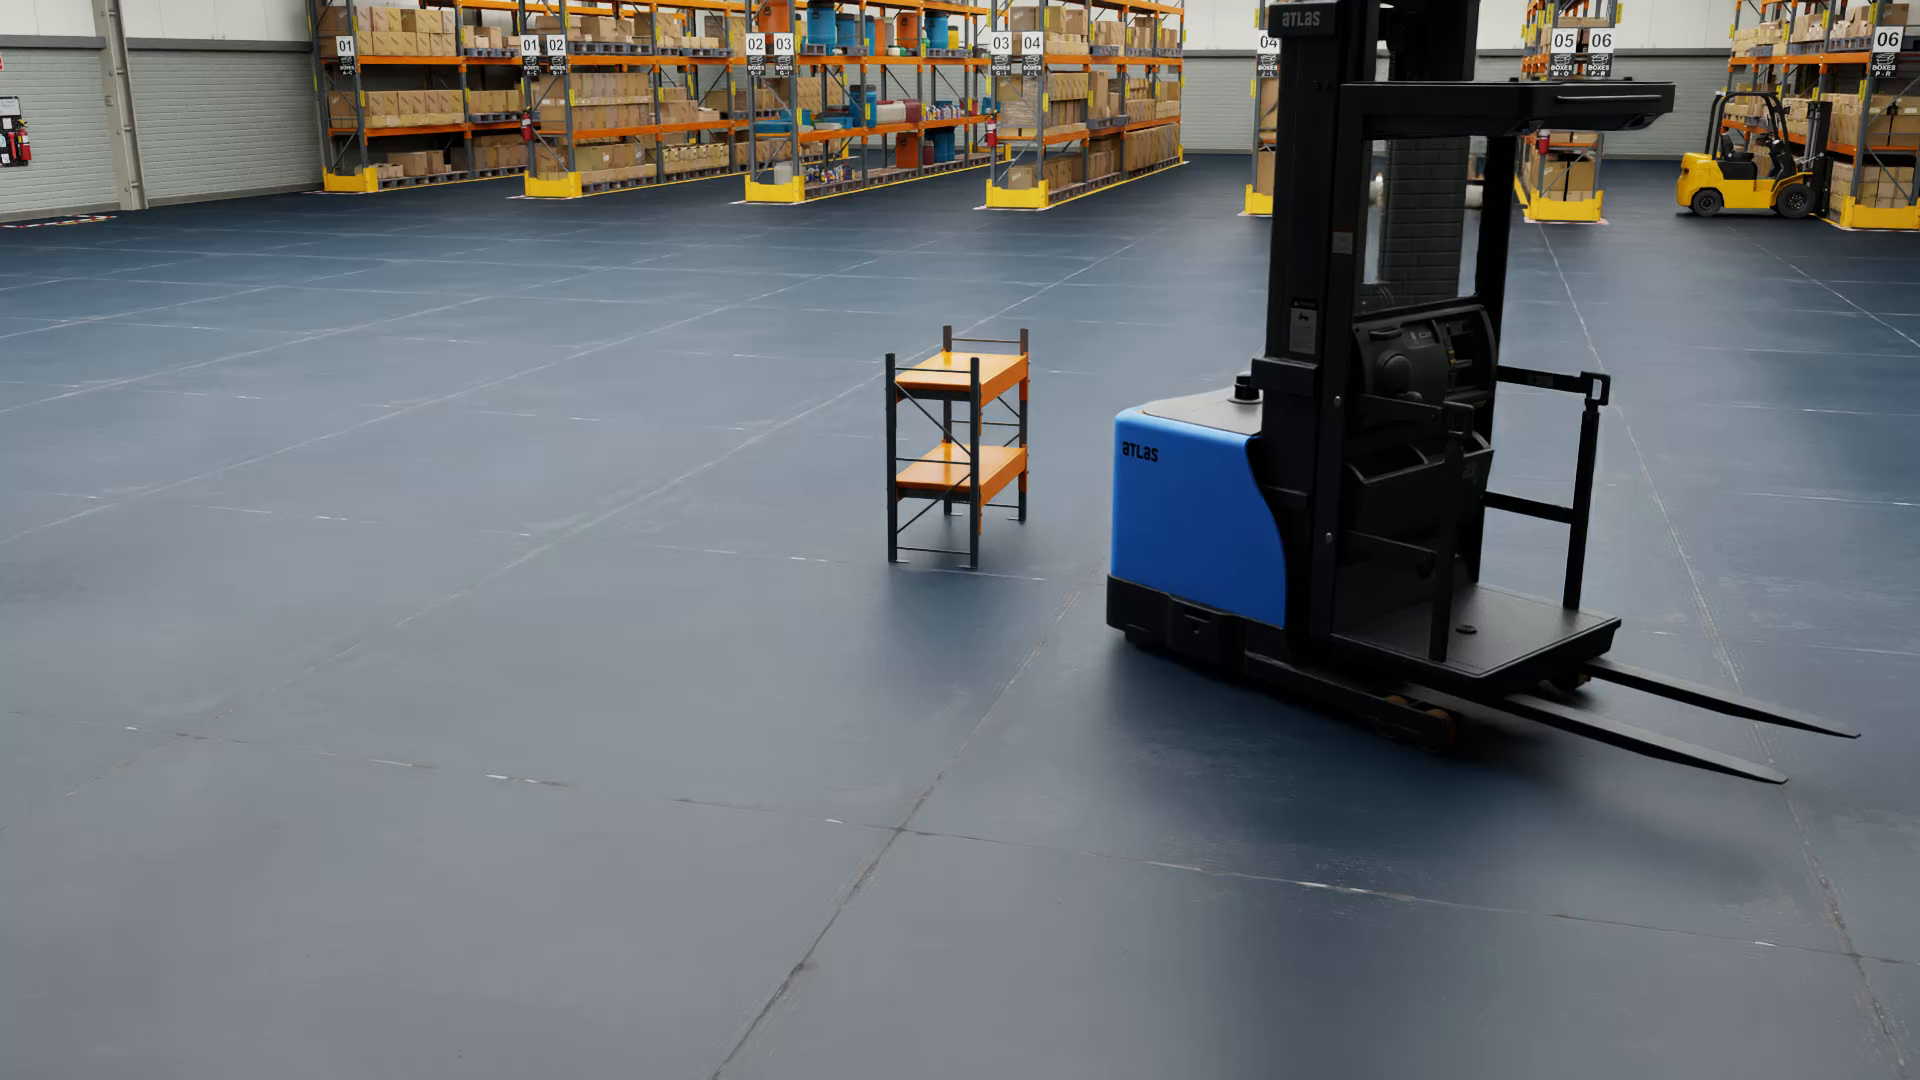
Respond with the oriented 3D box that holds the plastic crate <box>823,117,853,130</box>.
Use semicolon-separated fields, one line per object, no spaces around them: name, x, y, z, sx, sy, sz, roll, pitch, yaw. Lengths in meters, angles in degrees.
plastic crate;-2.591;-8.866;35.364;0.499;0.251;0.616;5;16;16

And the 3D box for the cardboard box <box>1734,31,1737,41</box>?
cardboard box;19.517;-12.509;41.252;0.500;0.250;0.500;4;16;15

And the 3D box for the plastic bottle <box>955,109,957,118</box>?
plastic bottle;-0.169;-11.058;43.046;0.152;0.276;0.135;5;16;16

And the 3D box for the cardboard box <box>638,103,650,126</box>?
cardboard box;-7.405;-9.565;37.372;0.700;0.500;0.500;4;16;14

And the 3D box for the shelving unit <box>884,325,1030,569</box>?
shelving unit;0.002;-0.543;9.182;0.538;1.125;1.048;5;16;16

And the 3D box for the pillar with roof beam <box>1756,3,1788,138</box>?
pillar with roof beam;17.387;-14.707;44.689;9.100;9.000;0.400;5;16;16

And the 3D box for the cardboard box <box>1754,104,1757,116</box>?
cardboard box;17.984;-9.609;37.185;0.396;0.266;0.258;5;17;19

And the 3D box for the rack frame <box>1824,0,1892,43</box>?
rack frame;16.474;-10.598;30.203;1.000;3.000;0.127;5;16;16

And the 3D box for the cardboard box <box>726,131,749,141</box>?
cardboard box;-5.809;-10.596;43.589;0.500;0.250;0.500;4;16;15

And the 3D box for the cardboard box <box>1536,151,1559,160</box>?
cardboard box;10.594;-6.932;29.980;0.380;0.149;0.250;5;17;17

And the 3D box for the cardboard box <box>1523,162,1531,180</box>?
cardboard box;12.680;-7.933;35.847;0.950;0.372;0.625;3;16;12

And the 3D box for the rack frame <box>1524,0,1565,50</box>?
rack frame;15.124;-14.121;42.625;1.000;3.000;0.127;5;16;16

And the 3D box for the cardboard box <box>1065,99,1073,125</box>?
cardboard box;1.804;-8.676;33.692;0.875;0.500;0.500;5;16;16

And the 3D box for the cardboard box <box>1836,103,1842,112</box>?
cardboard box;15.672;-7.606;29.276;0.380;0.149;0.250;4;16;15

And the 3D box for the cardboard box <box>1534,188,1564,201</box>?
cardboard box;10.555;-6.167;29.845;0.500;0.250;0.500;5;16;16

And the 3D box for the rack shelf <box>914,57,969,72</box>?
rack shelf;-0.832;-11.915;41.662;1.077;0.370;4.000;5;16;16

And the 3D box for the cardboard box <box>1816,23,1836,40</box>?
cardboard box;16.446;-9.570;31.288;0.500;0.311;0.500;4;16;14

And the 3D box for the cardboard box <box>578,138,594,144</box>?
cardboard box;-10.309;-10.642;44.521;0.750;0.750;0.750;5;16;16

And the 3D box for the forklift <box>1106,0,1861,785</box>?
forklift;2.027;-0.744;6.582;1.130;2.935;3.031;-13;21;-39

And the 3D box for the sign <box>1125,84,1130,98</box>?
sign;3.872;-10.390;38.487;0.100;0.325;0.005;5;16;16

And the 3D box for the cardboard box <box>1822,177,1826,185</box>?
cardboard box;15.601;-6.334;29.518;0.500;0.250;0.500;5;16;16

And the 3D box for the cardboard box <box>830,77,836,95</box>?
cardboard box;-3.880;-13.032;47.763;0.500;0.500;0.500;5;17;17

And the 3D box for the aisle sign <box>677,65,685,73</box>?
aisle sign;-8.317;-14.402;49.845;0.394;0.787;0.004;5;16;16

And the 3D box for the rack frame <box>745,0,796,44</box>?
rack frame;-3.673;-11.088;31.930;1.000;3.000;0.127;5;16;16

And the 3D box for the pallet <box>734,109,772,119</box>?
pallet;-5.600;-11.097;43.307;1.003;0.211;1.213;5;16;16

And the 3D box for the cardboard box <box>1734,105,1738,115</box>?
cardboard box;19.088;-10.424;40.314;0.500;0.250;0.500;4;16;14

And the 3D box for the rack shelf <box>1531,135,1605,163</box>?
rack shelf;11.145;-7.226;30.629;1.077;0.370;4.000;5;16;16

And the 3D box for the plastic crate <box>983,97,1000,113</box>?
plastic crate;0.957;-12.332;47.134;0.616;0.435;0.499;5;16;16

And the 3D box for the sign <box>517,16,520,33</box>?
sign;-8.938;-10.464;33.749;0.100;0.325;0.005;5;16;16

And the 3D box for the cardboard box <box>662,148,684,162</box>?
cardboard box;-6.781;-9.002;38.811;0.500;0.311;0.500;4;16;15

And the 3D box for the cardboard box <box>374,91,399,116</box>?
cardboard box;-12.598;-9.499;36.184;0.500;0.500;0.500;5;16;16

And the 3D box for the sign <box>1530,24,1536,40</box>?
sign;12.320;-10.917;35.733;0.100;0.325;0.005;5;16;16

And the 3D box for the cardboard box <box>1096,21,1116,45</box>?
cardboard box;3.162;-11.235;36.846;0.500;0.500;0.500;5;17;17

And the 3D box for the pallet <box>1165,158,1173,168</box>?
pallet;5.121;-10.129;44.653;1.003;0.211;1.213;5;16;16

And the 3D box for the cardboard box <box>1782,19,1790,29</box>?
cardboard box;18.682;-11.563;37.304;0.396;0.266;0.258;5;16;16

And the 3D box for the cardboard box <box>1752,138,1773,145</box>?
cardboard box;18.362;-9.115;38.044;0.380;0.149;0.250;4;16;13

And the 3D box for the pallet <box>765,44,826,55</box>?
pallet;-3.345;-9.763;33.102;1.003;0.211;1.213;5;16;16

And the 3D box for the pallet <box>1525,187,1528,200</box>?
pallet;11.933;-6.958;33.474;1.003;0.211;1.213;5;16;16

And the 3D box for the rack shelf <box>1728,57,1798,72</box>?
rack shelf;19.315;-11.425;39.934;1.077;0.370;4.000;5;16;16

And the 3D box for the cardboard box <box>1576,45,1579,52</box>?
cardboard box;11.386;-8.915;30.226;0.380;0.149;0.250;4;16;15

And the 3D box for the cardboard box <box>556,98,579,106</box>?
cardboard box;-8.104;-9.033;34.308;0.380;0.149;0.250;5;16;15

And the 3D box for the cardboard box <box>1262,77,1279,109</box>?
cardboard box;5.945;-8.092;30.110;0.875;0.550;0.550;5;16;16

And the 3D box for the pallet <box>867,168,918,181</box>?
pallet;-1.657;-8.754;39.805;1.003;0.211;1.213;5;16;16

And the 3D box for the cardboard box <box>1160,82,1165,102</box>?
cardboard box;5.014;-11.623;43.165;0.500;0.500;0.500;5;16;16

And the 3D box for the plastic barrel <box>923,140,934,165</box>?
plastic barrel;-0.956;-9.762;41.897;0.600;0.588;0.708;5;16;16

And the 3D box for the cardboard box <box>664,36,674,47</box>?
cardboard box;-6.947;-11.511;38.423;0.500;0.250;0.500;3;16;10

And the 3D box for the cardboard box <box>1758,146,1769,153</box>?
cardboard box;18.152;-8.761;37.344;0.380;0.149;0.250;5;16;16

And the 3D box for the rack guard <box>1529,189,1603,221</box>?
rack guard;10.598;-5.867;29.097;1.175;0.500;0.348;5;16;16

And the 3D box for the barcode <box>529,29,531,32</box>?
barcode;-8.798;-10.426;34.028;0.001;0.075;0.075;5;16;16

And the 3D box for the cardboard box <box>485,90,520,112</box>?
cardboard box;-11.355;-10.871;41.172;0.700;0.500;0.500;5;16;16

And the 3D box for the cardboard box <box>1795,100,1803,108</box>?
cardboard box;16.694;-8.591;32.748;0.380;0.149;0.250;4;16;14

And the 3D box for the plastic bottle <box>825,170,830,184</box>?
plastic bottle;-2.778;-7.615;34.851;0.061;0.283;0.133;5;17;17

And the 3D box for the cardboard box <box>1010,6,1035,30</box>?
cardboard box;1.273;-10.118;32.362;0.500;0.500;0.500;5;16;16

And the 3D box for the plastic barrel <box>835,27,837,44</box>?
plastic barrel;-2.847;-10.850;35.613;0.421;0.512;0.421;0;16;0

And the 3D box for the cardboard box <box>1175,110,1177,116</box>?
cardboard box;5.692;-11.630;45.296;0.380;0.149;0.250;5;16;16

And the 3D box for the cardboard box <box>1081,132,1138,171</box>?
cardboard box;3.565;-9.270;39.638;1.225;0.875;0.875;4;16;13
